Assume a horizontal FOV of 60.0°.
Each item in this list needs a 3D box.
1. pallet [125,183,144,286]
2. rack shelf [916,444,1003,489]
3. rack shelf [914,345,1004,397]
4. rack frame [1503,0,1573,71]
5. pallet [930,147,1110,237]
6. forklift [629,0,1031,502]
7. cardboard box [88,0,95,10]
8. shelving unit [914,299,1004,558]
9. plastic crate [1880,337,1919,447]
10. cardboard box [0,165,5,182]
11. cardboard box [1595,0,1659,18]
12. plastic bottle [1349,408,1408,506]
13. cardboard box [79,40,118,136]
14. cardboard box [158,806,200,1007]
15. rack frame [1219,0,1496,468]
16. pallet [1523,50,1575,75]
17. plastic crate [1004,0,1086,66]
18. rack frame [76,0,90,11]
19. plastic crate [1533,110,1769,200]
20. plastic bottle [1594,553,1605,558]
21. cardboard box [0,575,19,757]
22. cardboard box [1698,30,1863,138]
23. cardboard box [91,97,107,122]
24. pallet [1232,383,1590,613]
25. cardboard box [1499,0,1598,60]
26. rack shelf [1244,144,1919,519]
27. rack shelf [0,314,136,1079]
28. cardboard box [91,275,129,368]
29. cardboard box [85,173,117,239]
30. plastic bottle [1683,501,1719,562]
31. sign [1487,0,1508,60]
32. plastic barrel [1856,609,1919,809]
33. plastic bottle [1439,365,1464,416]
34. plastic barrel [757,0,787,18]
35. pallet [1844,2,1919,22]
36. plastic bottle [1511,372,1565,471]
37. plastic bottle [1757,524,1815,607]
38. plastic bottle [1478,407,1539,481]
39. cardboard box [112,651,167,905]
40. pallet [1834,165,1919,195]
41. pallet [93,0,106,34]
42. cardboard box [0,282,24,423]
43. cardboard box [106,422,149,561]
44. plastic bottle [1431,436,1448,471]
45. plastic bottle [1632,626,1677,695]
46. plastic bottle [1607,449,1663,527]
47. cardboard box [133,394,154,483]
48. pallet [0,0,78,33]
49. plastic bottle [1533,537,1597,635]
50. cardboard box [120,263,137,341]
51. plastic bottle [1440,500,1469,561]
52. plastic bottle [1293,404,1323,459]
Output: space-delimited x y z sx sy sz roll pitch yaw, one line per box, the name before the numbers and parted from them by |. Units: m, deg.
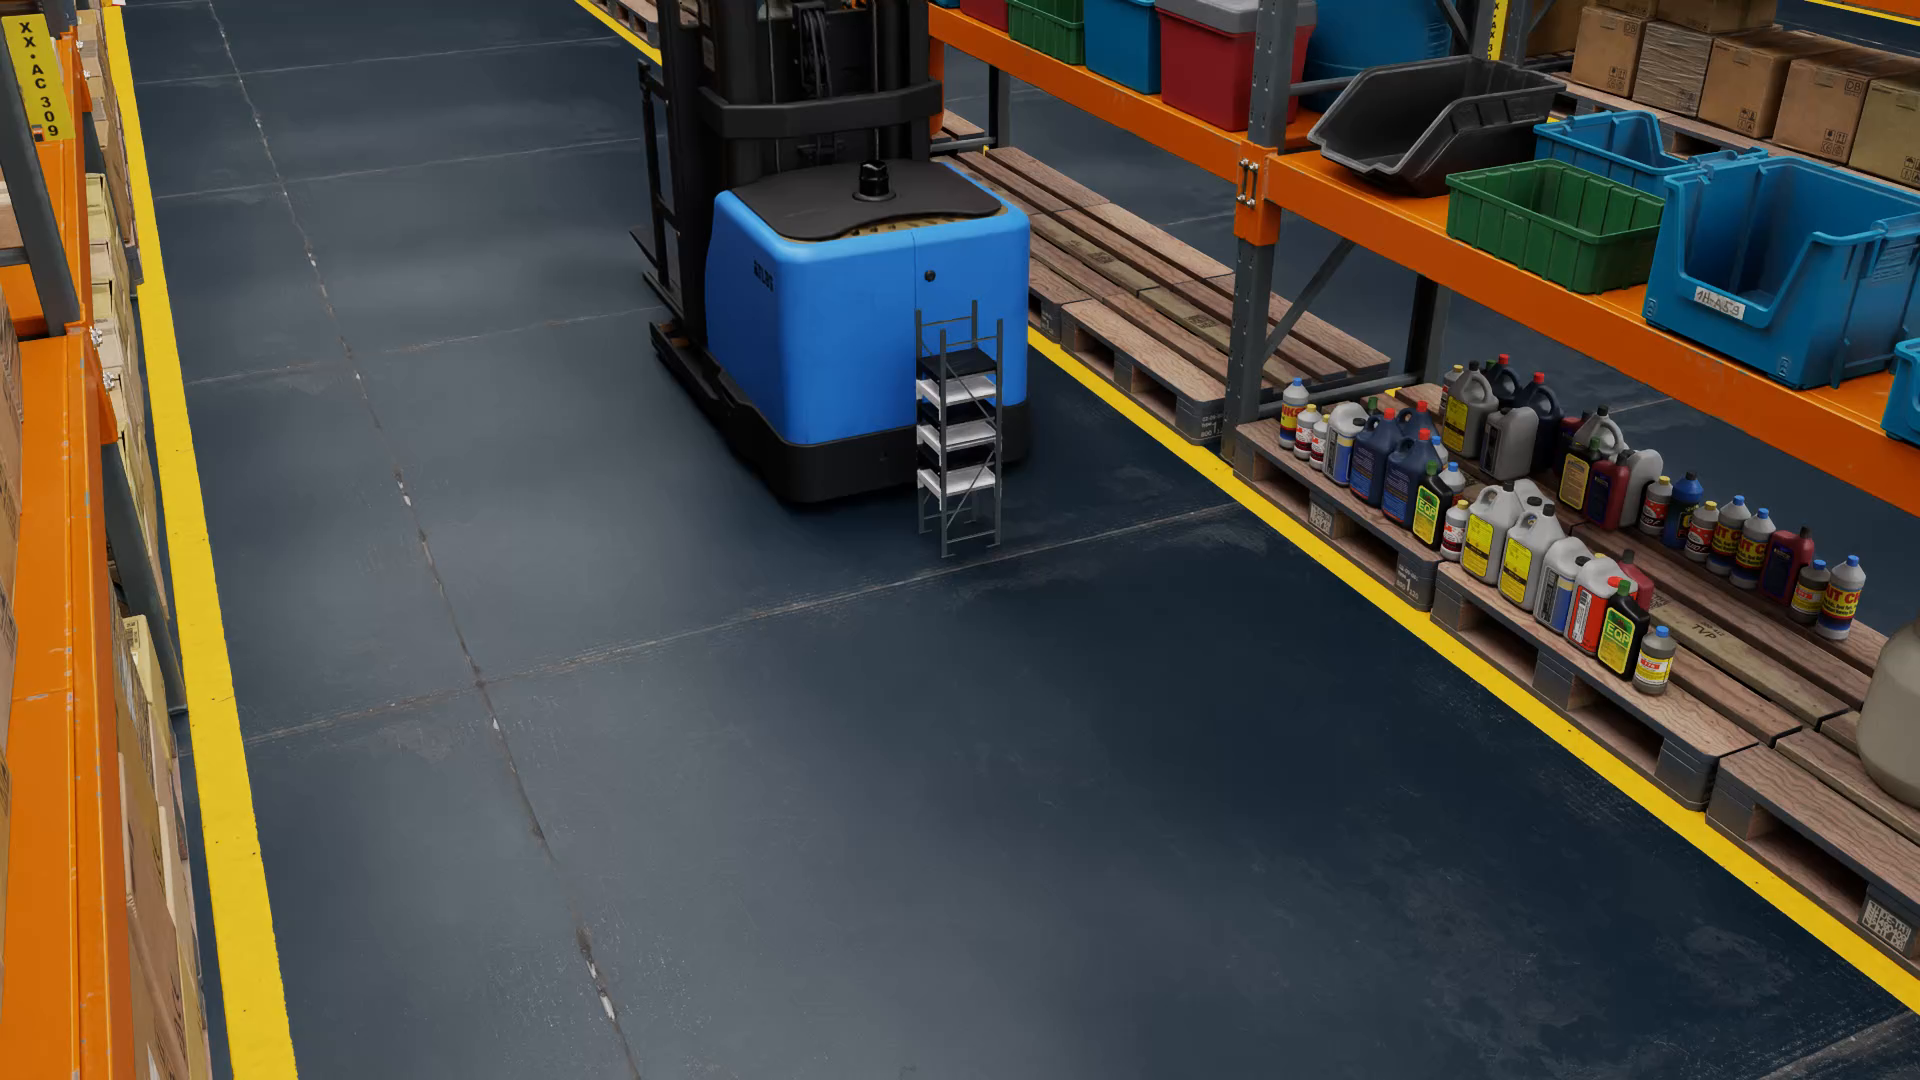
pallet | -4.933 -1.576 8.844 1.003 0.211 1.213 -13 32 -22
rack shelf | -0.003 -0.289 6.097 0.258 0.077 0.200 -13 32 -22
rack shelf | -0.003 -0.603 5.921 0.258 0.077 0.200 -13 32 -22
rack frame | 4.302 -4.532 11.266 1.000 3.000 0.127 -13 32 -22
pallet | 0.126 -1.926 9.469 1.003 0.211 1.213 -13 32 -22
forklift | -0.793 -2.121 7.036 1.130 2.935 3.031 -13 32 -21
cardboard box | -7.244 -4.366 13.331 0.500 0.250 0.500 -13 32 -22
shelving unit | -0.003 -0.396 6.036 0.258 0.900 0.210 -13 32 -22
plastic crate | 2.505 -0.340 3.942 0.499 0.251 0.408 -13 32 -22
cardboard box | -3.470 -1.306 5.410 0.500 0.500 0.500 -11 31 -18
cardboard box | 4.617 -3.672 11.070 0.500 0.250 0.500 -12 31 -20
plastic bottle | 1.518 -0.318 6.009 0.144 0.351 0.185 -12 32 -21
cardboard box | -5.473 -2.723 10.145 0.500 0.500 0.500 -13 32 -21
cardboard box | -2.099 0.929 3.909 0.500 0.250 0.500 -13 32 -22
rack frame | 1.546 -1.726 6.260 1.000 3.000 0.127 -13 32 -22
pallet | 4.032 -3.680 12.597 1.003 0.211 1.213 -13 32 -22
plastic crate | 0.544 -2.343 7.578 0.450 0.188 0.662 -13 32 -22
rack frame | -6.364 -4.221 10.711 1.000 3.000 0.127 -13 32 -22
plastic crate | 2.266 -1.229 5.527 0.499 0.251 0.616 -13 32 -22
plastic bottle | 2.041 0.138 5.348 0.097 0.201 0.097 0 29 0
cardboard box | -2.068 0.144 2.824 0.700 0.500 0.500 -12 31 -21
cardboard box | 5.107 -2.851 10.373 0.700 0.500 0.500 -10 31 -18
cardboard box | -4.813 -2.047 8.939 0.500 0.500 0.500 -14 32 -24
pallet | 1.797 -0.204 6.398 1.003 0.211 1.213 -13 32 -22
cardboard box | 4.025 -4.098 12.234 1.225 0.875 0.875 -15 32 -24
rack shelf | 2.405 -0.528 4.861 1.077 0.370 4.000 -13 32 -22
rack shelf | -2.071 0.510 3.009 1.077 0.370 4.000 -13 32 -22
cardboard box | -3.543 -0.829 6.471 0.500 0.311 0.500 -12 32 -21
cardboard box | -4.199 -1.503 7.672 0.500 0.311 0.500 -12 32 -21
plastic bottle | 2.534 -0.036 5.658 0.097 0.201 0.097 0 29 0
sign | 2.048 -1.957 6.390 0.100 0.325 0.005 -13 32 -22
plastic barrel | 2.697 0.447 4.500 0.421 0.512 0.421 0 29 0
plastic bottle | 1.983 -0.602 6.668 0.097 0.201 0.097 0 29 0
plastic barrel | -1.204 -3.533 11.597 0.421 0.512 0.421 0 29 0
pallet | 8.491 -4.659 14.342 1.003 0.211 1.213 -13 32 -22
plastic bottle | 2.165 -0.453 6.250 0.144 0.351 0.185 -15 32 -24
plastic bottle | 2.686 0.064 5.396 0.061 0.283 0.133 -13 32 -21
plastic bottle | 2.042 -0.379 6.193 0.152 0.276 0.135 -13 32 -22
cardboard box | -2.110 0.604 3.721 0.500 0.500 0.500 -13 32 -22
pallet | 5.684 -1.893 9.410 1.003 0.211 1.213 -13 32 -22
pallet | -7.705 -4.386 13.856 1.003 0.211 1.213 -13 32 -22
cardboard box | -2.733 -0.536 4.037 0.700 0.500 0.500 -14 32 -23
cardboard box | -2.882 -0.150 5.260 0.500 0.311 0.500 -13 32 -22
plastic bottle | 1.689 -0.245 5.960 0.097 0.271 0.097 0 29 0
plastic bottle | 2.079 0.351 4.969 0.097 0.201 0.097 0 29 0
plastic bottle | 2.370 -0.205 5.884 0.152 0.276 0.135 -12 32 -21
cardboard box | -3.322 -0.356 6.199 0.500 0.250 0.500 -14 32 -23
pallet | -5.001 -2.655 8.114 1.213 0.211 1.003 -13 32 -22
plastic bottle | 1.936 0.140 5.269 0.152 0.276 0.135 -14 32 -23
cardboard box | -3.976 -1.030 7.402 0.500 0.250 0.500 -13 32 -23
plastic bottle | 1.699 -0.040 5.666 0.097 0.201 0.097 0 29 0
plastic bottle | 1.331 -0.419 6.342 0.097 0.201 0.097 0 29 0
